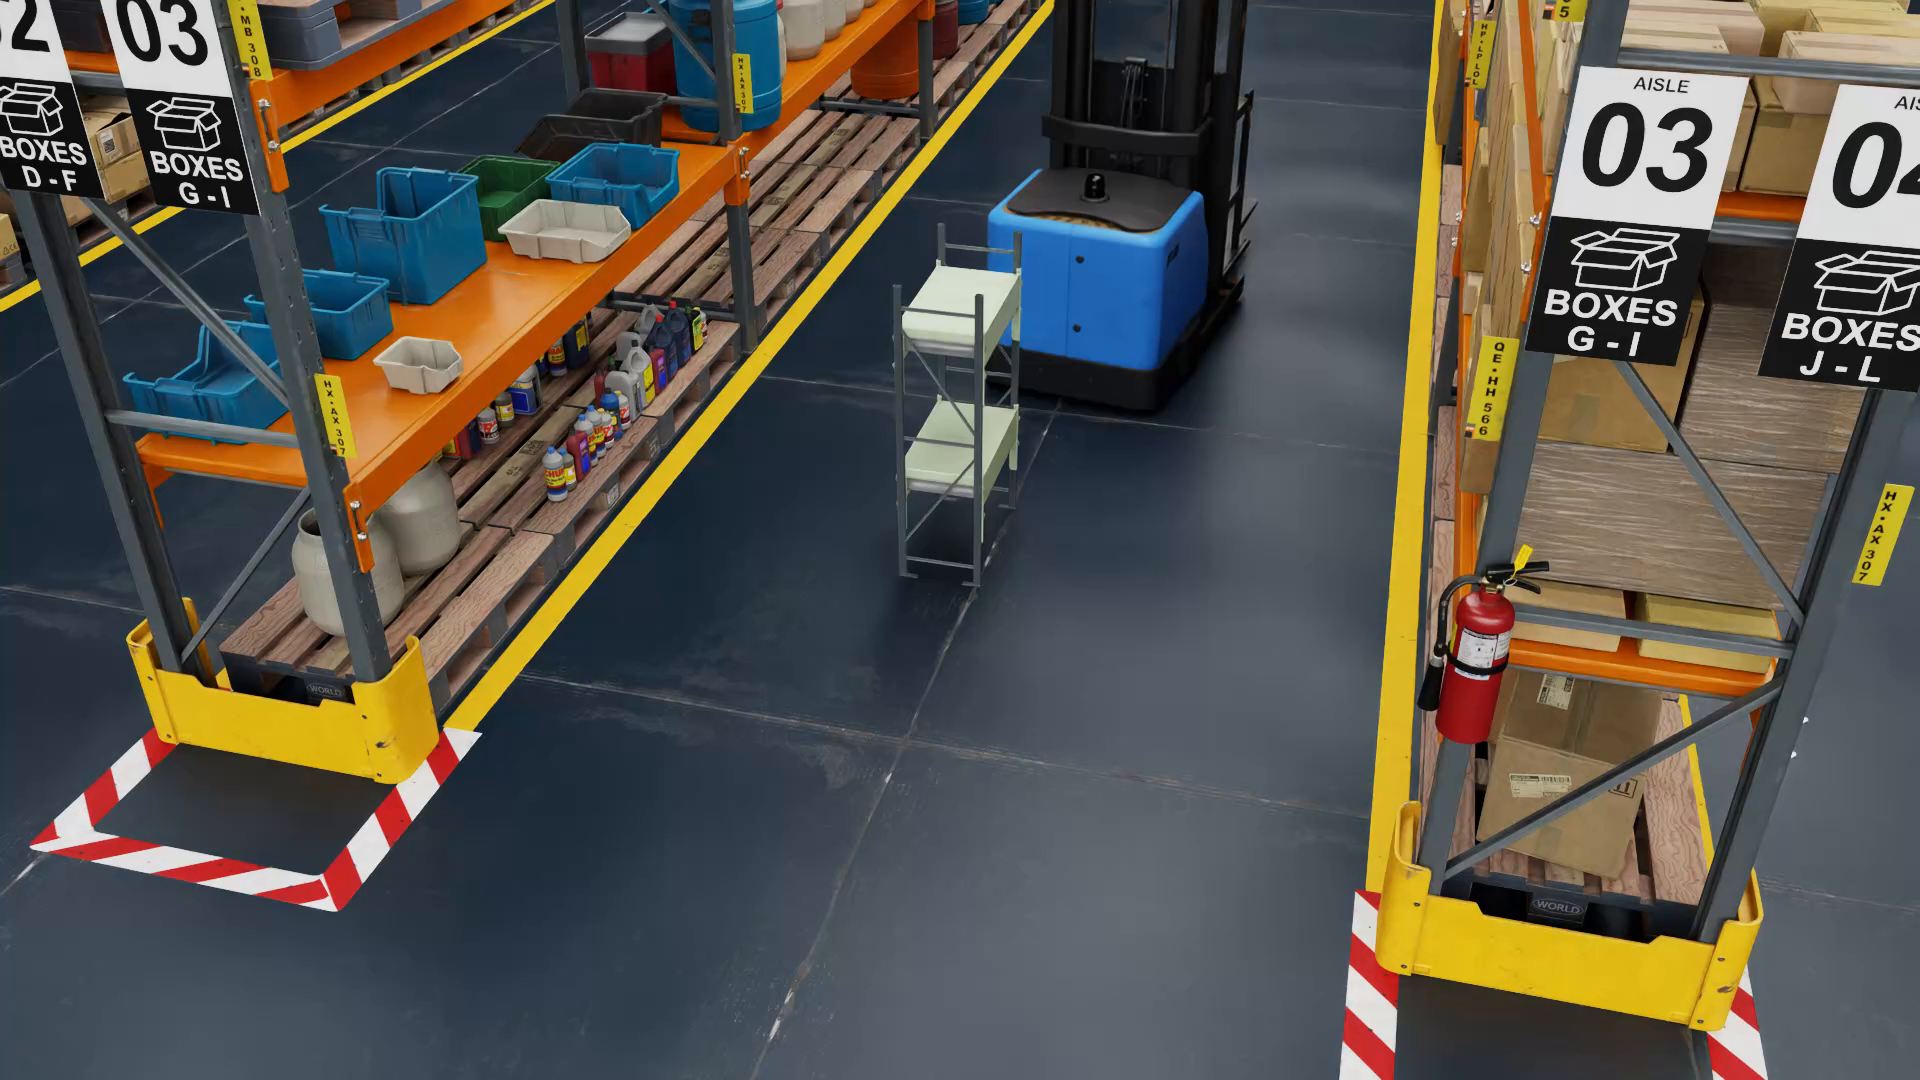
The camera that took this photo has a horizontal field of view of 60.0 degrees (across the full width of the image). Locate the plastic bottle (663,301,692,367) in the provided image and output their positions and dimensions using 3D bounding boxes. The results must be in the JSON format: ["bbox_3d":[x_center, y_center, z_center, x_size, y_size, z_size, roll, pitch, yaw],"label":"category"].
[{"bbox_3d":[-1.608,-1.167,9.349,0.144,0.351,0.185,7,33,11],"label":"plastic bottle"}]

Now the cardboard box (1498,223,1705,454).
[{"bbox_3d":[1.953,-0.631,5.145,0.500,0.500,0.500,8,33,12],"label":"cardboard box"}]

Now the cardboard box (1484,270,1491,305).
[{"bbox_3d":[2.398,-0.701,6.187,0.875,0.500,0.500,8,33,12],"label":"cardboard box"}]

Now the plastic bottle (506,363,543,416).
[{"bbox_3d":[-2.336,-0.821,8.874,0.152,0.276,0.135,8,33,12],"label":"plastic bottle"}]

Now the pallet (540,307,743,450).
[{"bbox_3d":[-1.934,-0.953,9.552,1.003,0.211,1.213,8,33,12],"label":"pallet"}]

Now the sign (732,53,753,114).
[{"bbox_3d":[-1.194,-2.509,9.143,0.100,0.325,0.005,8,33,12],"label":"sign"}]

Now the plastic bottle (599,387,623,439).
[{"bbox_3d":[-1.813,-0.665,8.633,0.097,0.271,0.097,0,32,0],"label":"plastic bottle"}]

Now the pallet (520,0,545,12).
[{"bbox_3d":[-4.653,-5.696,17.014,1.003,0.211,1.213,8,33,12],"label":"pallet"}]

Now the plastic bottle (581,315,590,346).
[{"bbox_3d":[-2.181,-1.221,9.496,0.061,0.283,0.133,8,33,12],"label":"plastic bottle"}]

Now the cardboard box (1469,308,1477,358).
[{"bbox_3d":[2.354,-0.842,7.012,0.380,0.149,0.250,8,33,12],"label":"cardboard box"}]

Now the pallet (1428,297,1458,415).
[{"bbox_3d":[3.264,-1.026,9.667,1.003,0.211,1.213,8,33,12],"label":"pallet"}]

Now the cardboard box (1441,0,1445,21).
[{"bbox_3d":[4.955,-4.896,14.744,1.225,0.875,0.875,8,33,13],"label":"cardboard box"}]

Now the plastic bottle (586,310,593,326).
[{"bbox_3d":[-2.228,-1.401,9.791,0.097,0.271,0.097,0,32,0],"label":"plastic bottle"}]

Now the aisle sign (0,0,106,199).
[{"bbox_3d":[-3.044,-1.497,5.386,0.394,0.787,0.004,8,33,12],"label":"aisle sign"}]

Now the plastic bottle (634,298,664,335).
[{"bbox_3d":[-1.747,-1.187,9.380,0.144,0.351,0.185,8,33,12],"label":"plastic bottle"}]

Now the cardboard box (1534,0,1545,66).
[{"bbox_3d":[2.191,-1.734,5.526,0.500,0.250,0.500,9,33,13],"label":"cardboard box"}]

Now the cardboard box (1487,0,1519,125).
[{"bbox_3d":[2.707,-2.189,7.595,0.500,0.500,0.500,8,33,12],"label":"cardboard box"}]

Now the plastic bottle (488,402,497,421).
[{"bbox_3d":[-2.533,-0.763,8.713,0.144,0.351,0.185,9,34,14],"label":"plastic bottle"}]

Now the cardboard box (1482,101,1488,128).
[{"bbox_3d":[2.893,-1.741,7.822,0.875,0.500,0.500,8,33,12],"label":"cardboard box"}]

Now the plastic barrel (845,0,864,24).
[{"bbox_3d":[-0.870,-3.814,11.349,0.421,0.512,0.421,0,32,0],"label":"plastic barrel"}]

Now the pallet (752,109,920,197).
[{"bbox_3d":[-0.942,-2.975,12.733,1.003,0.211,1.213,8,33,12],"label":"pallet"}]

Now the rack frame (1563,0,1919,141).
[{"bbox_3d":[2.052,-2.254,3.408,1.000,3.000,0.127,8,33,12],"label":"rack frame"}]

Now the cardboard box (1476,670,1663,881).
[{"bbox_3d":[2.227,0.833,6.082,0.500,0.500,0.500,14,35,21],"label":"cardboard box"}]

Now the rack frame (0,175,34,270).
[{"bbox_3d":[-6.514,-3.149,10.407,1.000,3.000,0.127,8,33,12],"label":"rack frame"}]

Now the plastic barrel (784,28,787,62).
[{"bbox_3d":[-1.239,-3.080,10.428,0.301,0.262,0.301,0,32,0],"label":"plastic barrel"}]

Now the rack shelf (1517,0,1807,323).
[{"bbox_3d":[2.560,-1.723,6.039,1.077,0.370,4.000,8,33,12],"label":"rack shelf"}]

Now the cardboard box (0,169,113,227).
[{"bbox_3d":[-6.172,-2.341,11.309,0.500,0.250,0.500,7,33,11],"label":"cardboard box"}]

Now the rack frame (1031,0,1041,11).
[{"bbox_3d":[0.307,-6.624,15.874,1.000,3.000,0.127,8,33,12],"label":"rack frame"}]

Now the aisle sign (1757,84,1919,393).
[{"bbox_3d":[2.327,-0.747,4.205,0.394,0.787,0.004,8,33,12],"label":"aisle sign"}]

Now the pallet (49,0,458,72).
[{"bbox_3d":[-2.434,-1.999,5.979,1.003,0.211,1.213,8,33,12],"label":"pallet"}]

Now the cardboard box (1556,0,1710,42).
[{"bbox_3d":[1.964,-1.556,4.874,0.380,0.149,0.250,7,33,10],"label":"cardboard box"}]

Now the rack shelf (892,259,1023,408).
[{"bbox_3d":[-0.002,-0.959,7.633,0.431,0.370,0.720,8,33,12],"label":"rack shelf"}]

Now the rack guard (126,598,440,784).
[{"bbox_3d":[-2.765,0.612,6.821,1.175,0.500,0.348,8,33,12],"label":"rack guard"}]

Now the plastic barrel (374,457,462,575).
[{"bbox_3d":[-2.518,-0.136,7.596,0.421,0.512,0.421,0,32,0],"label":"plastic barrel"}]

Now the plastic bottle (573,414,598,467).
[{"bbox_3d":[-1.890,-0.508,8.385,0.097,0.271,0.097,0,32,0],"label":"plastic bottle"}]

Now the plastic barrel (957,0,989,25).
[{"bbox_3d":[-0.027,-5.268,15.306,0.600,0.901,0.708,8,33,12],"label":"plastic barrel"}]

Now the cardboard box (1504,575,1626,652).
[{"bbox_3d":[1.925,0.207,5.362,0.380,0.149,0.250,8,33,12],"label":"cardboard box"}]

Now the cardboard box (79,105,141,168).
[{"bbox_3d":[-6.036,-2.842,11.574,0.500,0.311,0.500,8,33,12],"label":"cardboard box"}]

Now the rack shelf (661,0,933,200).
[{"bbox_3d":[-1.216,-3.207,11.169,1.077,0.370,4.000,8,33,12],"label":"rack shelf"}]

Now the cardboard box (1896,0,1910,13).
[{"bbox_3d":[2.588,-1.606,4.952,0.380,0.149,0.250,9,34,14],"label":"cardboard box"}]

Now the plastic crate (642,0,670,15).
[{"bbox_3d":[-1.744,-3.081,10.315,0.392,0.384,0.575,8,33,12],"label":"plastic crate"}]

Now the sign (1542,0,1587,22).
[{"bbox_3d":[1.521,-1.448,4.111,0.100,0.325,0.005,8,33,12],"label":"sign"}]

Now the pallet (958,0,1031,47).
[{"bbox_3d":[0.071,-5.053,16.001,1.003,0.211,1.213,8,33,12],"label":"pallet"}]

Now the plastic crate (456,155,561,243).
[{"bbox_3d":[-2.341,-1.717,8.353,0.450,0.188,0.662,8,33,12],"label":"plastic crate"}]

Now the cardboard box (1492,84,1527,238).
[{"bbox_3d":[2.338,-1.409,6.368,0.500,0.500,0.500,8,33,12],"label":"cardboard box"}]

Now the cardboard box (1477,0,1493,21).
[{"bbox_3d":[3.435,-3.150,10.157,0.500,0.250,0.500,7,33,11],"label":"cardboard box"}]

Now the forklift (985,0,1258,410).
[{"bbox_3d":[1.171,-2.740,9.828,1.130,2.935,3.031,13,35,19],"label":"forklift"}]

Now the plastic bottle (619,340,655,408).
[{"bbox_3d":[-1.739,-0.900,8.929,0.144,0.351,0.185,8,33,12],"label":"plastic bottle"}]

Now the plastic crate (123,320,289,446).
[{"bbox_3d":[-2.901,-0.635,6.591,0.499,0.251,0.616,8,33,12],"label":"plastic crate"}]

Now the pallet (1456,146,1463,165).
[{"bbox_3d":[4.355,-3.096,12.924,1.003,0.211,1.213,8,33,12],"label":"pallet"}]

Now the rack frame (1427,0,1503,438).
[{"bbox_3d":[3.067,-1.798,8.283,1.000,3.000,0.127,8,33,12],"label":"rack frame"}]

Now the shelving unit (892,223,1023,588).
[{"bbox_3d":[-0.002,-0.629,7.842,0.431,1.500,0.755,8,33,12],"label":"shelving unit"}]

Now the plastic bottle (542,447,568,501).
[{"bbox_3d":[-1.977,-0.330,8.106,0.097,0.271,0.097,0,32,0],"label":"plastic bottle"}]

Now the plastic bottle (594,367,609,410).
[{"bbox_3d":[-1.887,-0.802,8.837,0.061,0.283,0.133,8,33,12],"label":"plastic bottle"}]

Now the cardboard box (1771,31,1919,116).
[{"bbox_3d":[2.346,-1.205,4.322,0.380,0.149,0.250,8,33,12],"label":"cardboard box"}]

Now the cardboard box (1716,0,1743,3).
[{"bbox_3d":[2.679,-1.665,5.417,0.500,0.250,0.500,8,33,12],"label":"cardboard box"}]

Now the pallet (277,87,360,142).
[{"bbox_3d":[-5.745,-3.626,13.757,1.003,0.211,1.213,8,33,12],"label":"pallet"}]

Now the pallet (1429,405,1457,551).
[{"bbox_3d":[2.931,-0.268,8.475,1.003,0.211,1.213,8,33,12],"label":"pallet"}]
